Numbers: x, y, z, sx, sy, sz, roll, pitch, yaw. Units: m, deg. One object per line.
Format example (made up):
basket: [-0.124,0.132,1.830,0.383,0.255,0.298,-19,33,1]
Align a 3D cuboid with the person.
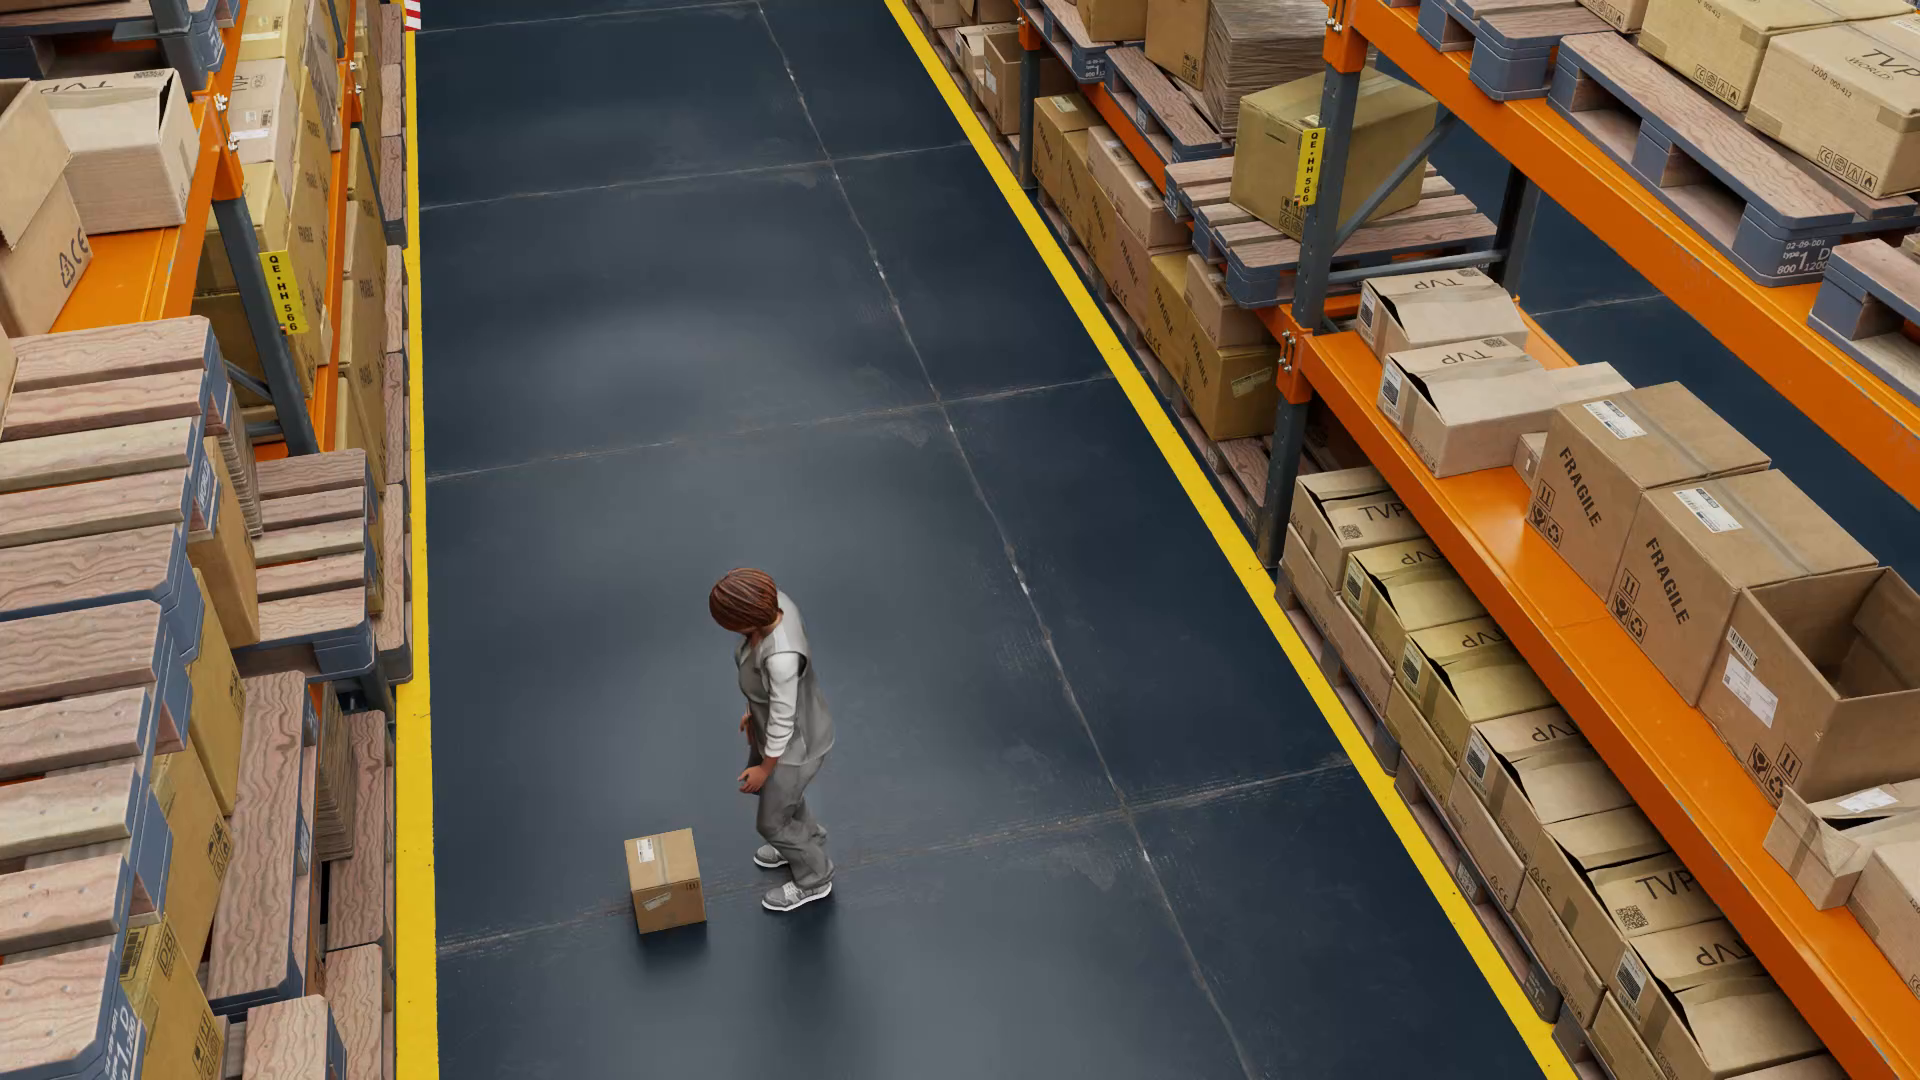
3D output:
person: [-0.633,0.713,5.883,0.382,1.542,0.426,-9,40,-11]
